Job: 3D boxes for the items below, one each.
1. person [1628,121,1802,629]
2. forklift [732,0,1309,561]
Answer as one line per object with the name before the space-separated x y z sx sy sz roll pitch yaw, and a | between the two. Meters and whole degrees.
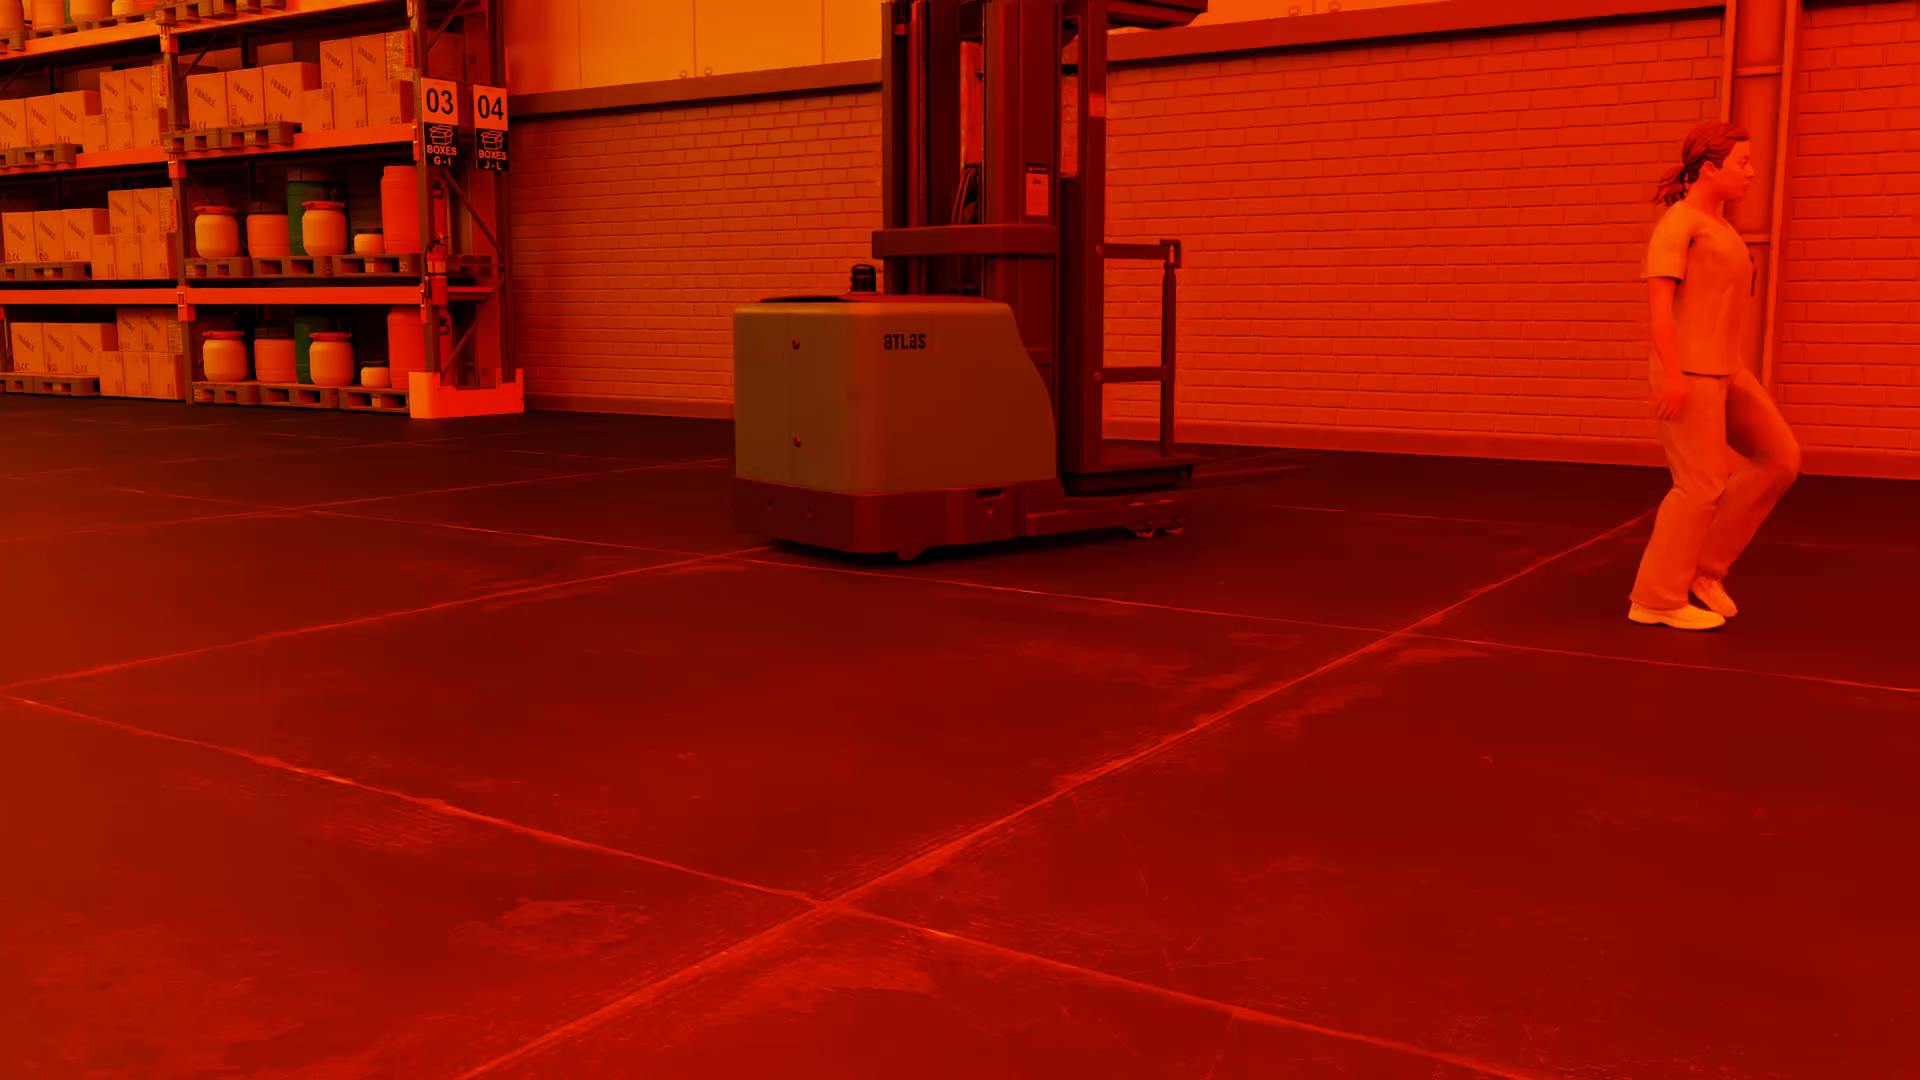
person | 2.487 -0.531 5.468 0.471 1.655 0.562 7 10 39
forklift | 0.446 -1.510 7.814 3.031 2.935 1.130 -7 10 -39
